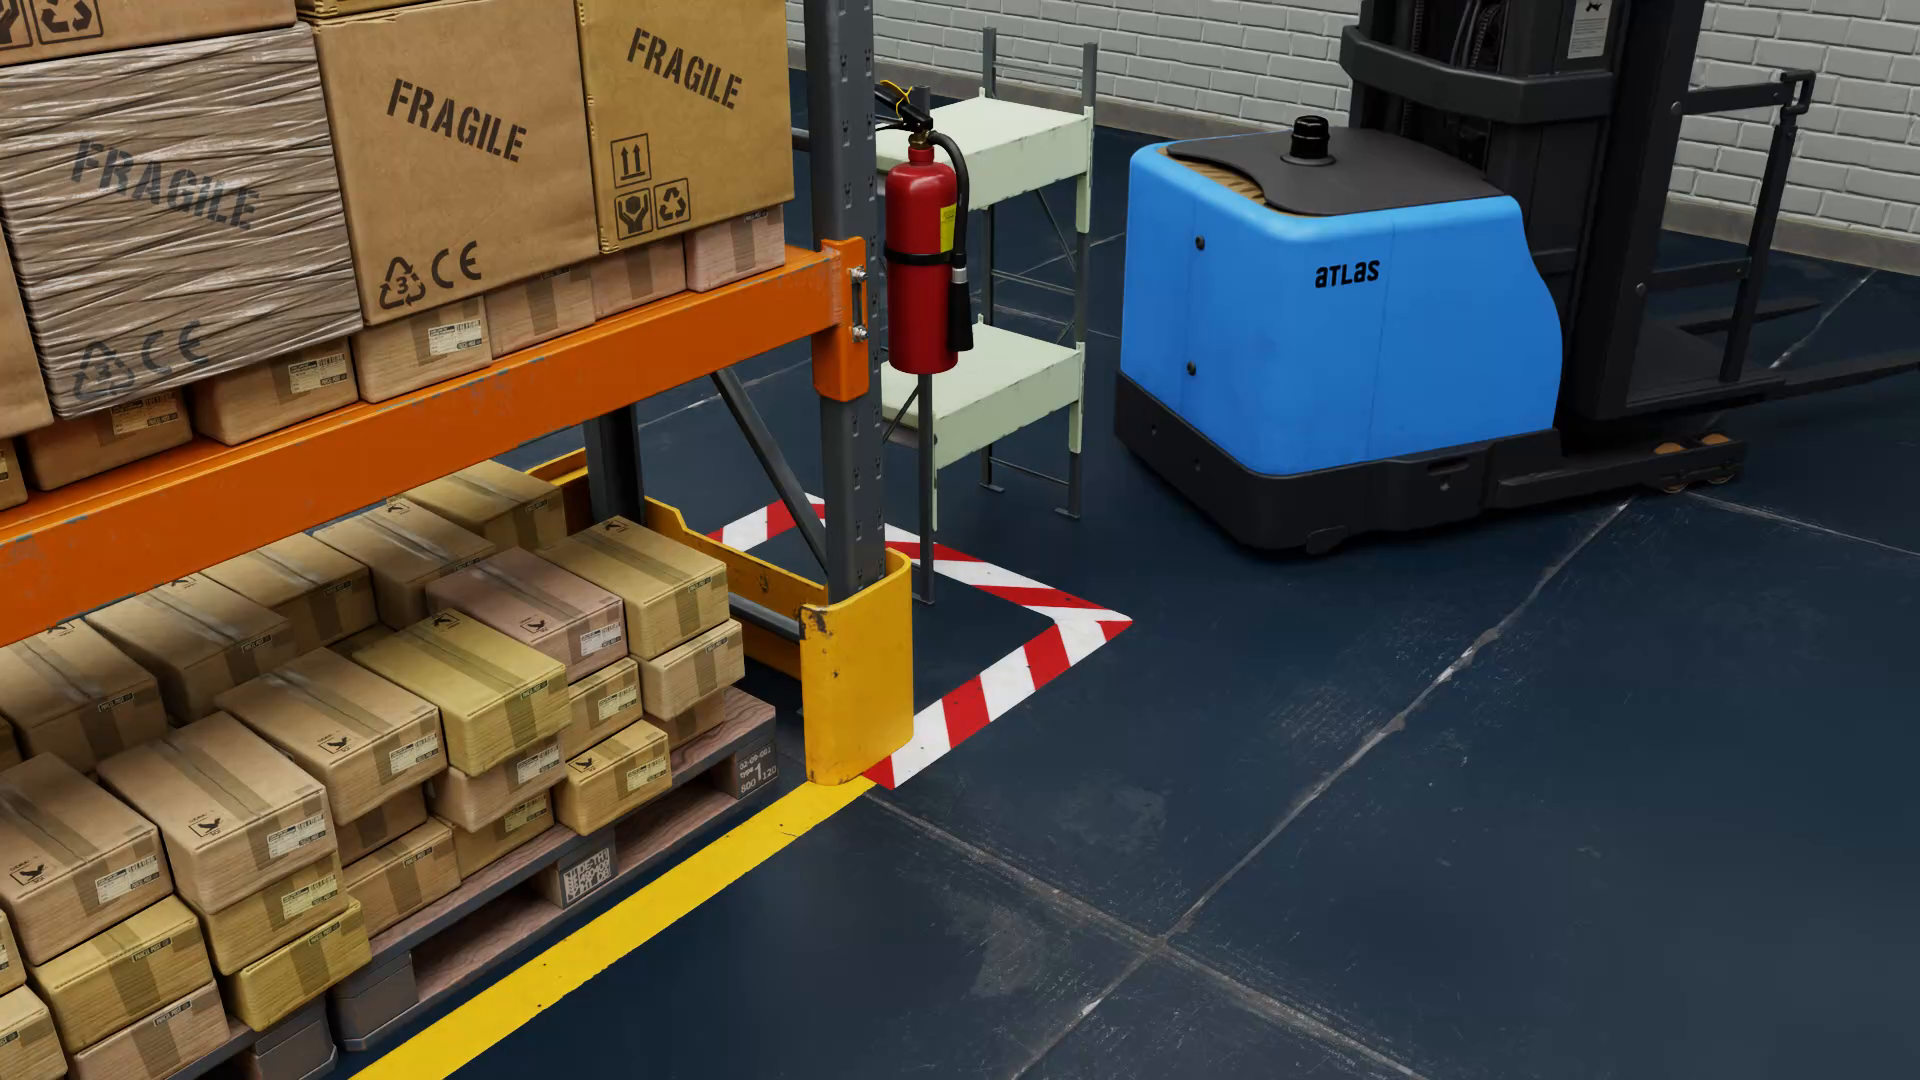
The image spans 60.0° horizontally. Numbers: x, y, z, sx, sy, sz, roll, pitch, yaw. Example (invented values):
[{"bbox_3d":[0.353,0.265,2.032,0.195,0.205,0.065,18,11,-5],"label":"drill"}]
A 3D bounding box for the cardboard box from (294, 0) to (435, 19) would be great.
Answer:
[{"bbox_3d":[-1.026,-1.180,2.746,0.500,0.500,0.500,19,33,33],"label":"cardboard box"}]

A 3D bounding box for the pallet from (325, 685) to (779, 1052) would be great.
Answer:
[{"bbox_3d":[-1.197,0.569,3.921,1.003,0.211,1.213,21,34,34],"label":"pallet"}]

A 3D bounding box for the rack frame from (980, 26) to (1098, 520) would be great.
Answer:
[{"bbox_3d":[0.229,-0.794,5.152,0.400,1.500,0.023,21,34,34],"label":"rack frame"}]

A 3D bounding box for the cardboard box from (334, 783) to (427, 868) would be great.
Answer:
[{"bbox_3d":[-1.300,0.494,3.353,0.380,0.149,0.250,20,34,34],"label":"cardboard box"}]

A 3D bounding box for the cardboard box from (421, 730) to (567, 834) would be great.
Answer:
[{"bbox_3d":[-1.049,0.429,3.479,0.380,0.149,0.250,19,33,32],"label":"cardboard box"}]

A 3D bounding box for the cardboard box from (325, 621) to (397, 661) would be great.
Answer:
[{"bbox_3d":[-1.441,0.277,3.771,0.380,0.149,0.250,21,34,35],"label":"cardboard box"}]

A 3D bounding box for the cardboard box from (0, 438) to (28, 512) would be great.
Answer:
[{"bbox_3d":[-1.637,-0.135,2.519,0.380,0.149,0.250,21,34,35],"label":"cardboard box"}]

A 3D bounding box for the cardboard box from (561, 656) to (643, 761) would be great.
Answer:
[{"bbox_3d":[-0.928,0.321,3.687,0.380,0.149,0.250,20,33,33],"label":"cardboard box"}]

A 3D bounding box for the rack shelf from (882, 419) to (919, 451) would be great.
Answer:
[{"bbox_3d":[-0.004,-0.438,5.018,0.332,0.071,0.664,21,34,34],"label":"rack shelf"}]

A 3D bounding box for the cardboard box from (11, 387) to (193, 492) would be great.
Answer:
[{"bbox_3d":[-1.481,-0.234,2.710,0.380,0.149,0.250,19,33,32],"label":"cardboard box"}]

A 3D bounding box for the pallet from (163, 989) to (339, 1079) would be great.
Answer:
[{"bbox_3d":[-1.973,0.999,3.088,1.003,0.211,1.213,21,34,34],"label":"pallet"}]

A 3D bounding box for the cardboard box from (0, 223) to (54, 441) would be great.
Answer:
[{"bbox_3d":[-1.664,-0.379,2.285,0.500,0.500,0.500,23,35,37],"label":"cardboard box"}]

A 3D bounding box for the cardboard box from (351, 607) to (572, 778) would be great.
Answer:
[{"bbox_3d":[-1.017,0.304,3.396,0.380,0.149,0.250,20,33,33],"label":"cardboard box"}]

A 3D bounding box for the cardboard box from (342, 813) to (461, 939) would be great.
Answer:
[{"bbox_3d":[-1.245,0.634,3.406,0.380,0.149,0.250,21,34,35],"label":"cardboard box"}]

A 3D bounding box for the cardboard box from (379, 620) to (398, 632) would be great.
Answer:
[{"bbox_3d":[-1.354,0.165,3.989,0.380,0.149,0.250,21,34,34],"label":"cardboard box"}]

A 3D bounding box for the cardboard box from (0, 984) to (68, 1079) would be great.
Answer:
[{"bbox_3d":[-1.700,0.807,2.747,0.380,0.149,0.250,21,34,35],"label":"cardboard box"}]

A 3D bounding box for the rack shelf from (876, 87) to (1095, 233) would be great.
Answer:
[{"bbox_3d":[-0.004,-1.010,4.721,0.431,0.370,0.720,21,34,34],"label":"rack shelf"}]

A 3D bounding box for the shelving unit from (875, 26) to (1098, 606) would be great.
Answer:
[{"bbox_3d":[-0.004,-0.664,4.901,0.431,1.500,0.755,21,34,34],"label":"shelving unit"}]

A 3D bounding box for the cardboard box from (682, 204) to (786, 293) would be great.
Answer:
[{"bbox_3d":[-0.594,-0.665,3.543,0.380,0.149,0.250,21,34,34],"label":"cardboard box"}]

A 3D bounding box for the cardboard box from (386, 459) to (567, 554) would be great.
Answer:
[{"bbox_3d":[-1.200,-0.072,4.124,0.380,0.149,0.250,19,33,32],"label":"cardboard box"}]

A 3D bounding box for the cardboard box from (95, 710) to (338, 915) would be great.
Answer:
[{"bbox_3d":[-1.358,0.489,3.038,0.380,0.149,0.250,22,35,36],"label":"cardboard box"}]

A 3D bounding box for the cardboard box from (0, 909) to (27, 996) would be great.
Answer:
[{"bbox_3d":[-1.756,0.651,2.725,0.380,0.149,0.250,21,34,35],"label":"cardboard box"}]

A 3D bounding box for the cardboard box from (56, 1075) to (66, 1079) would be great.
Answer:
[{"bbox_3d":[-1.767,0.901,2.889,0.380,0.149,0.250,22,34,36],"label":"cardboard box"}]

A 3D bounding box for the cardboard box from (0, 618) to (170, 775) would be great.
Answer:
[{"bbox_3d":[-1.819,0.320,3.365,0.380,0.149,0.250,22,35,36],"label":"cardboard box"}]

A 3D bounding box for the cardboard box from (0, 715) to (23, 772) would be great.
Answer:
[{"bbox_3d":[-2.022,0.400,3.210,0.380,0.149,0.250,21,34,35],"label":"cardboard box"}]

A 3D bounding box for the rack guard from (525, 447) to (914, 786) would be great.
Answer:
[{"bbox_3d":[-0.653,0.163,4.391,1.175,0.500,0.348,21,34,34],"label":"rack guard"}]

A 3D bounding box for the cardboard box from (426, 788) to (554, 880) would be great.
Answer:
[{"bbox_3d":[-1.098,0.542,3.583,0.380,0.149,0.250,21,34,34],"label":"cardboard box"}]

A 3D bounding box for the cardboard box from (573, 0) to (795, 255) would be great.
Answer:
[{"bbox_3d":[-0.692,-0.916,3.324,0.500,0.500,0.500,22,34,35],"label":"cardboard box"}]

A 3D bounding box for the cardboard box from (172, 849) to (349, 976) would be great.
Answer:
[{"bbox_3d":[-1.369,0.616,3.117,0.380,0.149,0.250,21,34,35],"label":"cardboard box"}]

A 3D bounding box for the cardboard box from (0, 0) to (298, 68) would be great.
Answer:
[{"bbox_3d":[-1.350,-0.993,2.385,0.500,0.500,0.500,23,35,37],"label":"cardboard box"}]

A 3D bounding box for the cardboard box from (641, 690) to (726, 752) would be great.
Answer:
[{"bbox_3d":[-0.778,0.353,3.949,0.380,0.149,0.250,21,34,35],"label":"cardboard box"}]

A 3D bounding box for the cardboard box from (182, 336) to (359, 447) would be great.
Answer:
[{"bbox_3d":[-1.264,-0.312,2.862,0.380,0.149,0.250,19,33,32],"label":"cardboard box"}]

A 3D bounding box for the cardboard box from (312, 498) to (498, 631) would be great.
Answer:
[{"bbox_3d":[-1.283,0.061,3.867,0.380,0.149,0.250,21,34,35],"label":"cardboard box"}]

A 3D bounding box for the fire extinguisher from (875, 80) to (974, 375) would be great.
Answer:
[{"bbox_3d":[-0.088,-0.729,3.884,0.296,0.674,0.183,21,34,34],"label":"fire extinguisher"}]

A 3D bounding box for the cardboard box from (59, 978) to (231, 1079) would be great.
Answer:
[{"bbox_3d":[-1.549,0.833,3.020,0.380,0.149,0.250,22,34,35],"label":"cardboard box"}]

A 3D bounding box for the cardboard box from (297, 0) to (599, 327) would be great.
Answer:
[{"bbox_3d":[-1.023,-0.735,2.974,0.500,0.500,0.500,20,33,34],"label":"cardboard box"}]

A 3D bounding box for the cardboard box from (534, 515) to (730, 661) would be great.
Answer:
[{"bbox_3d":[-0.746,0.103,3.785,0.380,0.149,0.250,21,34,35],"label":"cardboard box"}]

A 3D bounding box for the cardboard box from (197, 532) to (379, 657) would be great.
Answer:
[{"bbox_3d":[-1.542,0.112,3.766,0.380,0.149,0.250,21,34,34],"label":"cardboard box"}]

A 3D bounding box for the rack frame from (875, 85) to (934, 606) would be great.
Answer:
[{"bbox_3d":[-0.237,-0.534,4.650,0.400,1.500,0.023,21,34,34],"label":"rack frame"}]

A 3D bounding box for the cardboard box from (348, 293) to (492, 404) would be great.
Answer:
[{"bbox_3d":[-1.073,-0.397,3.026,0.380,0.149,0.250,22,34,36],"label":"cardboard box"}]

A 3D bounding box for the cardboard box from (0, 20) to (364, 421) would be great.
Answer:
[{"bbox_3d":[-1.338,-0.553,2.621,0.500,0.500,0.500,21,34,35],"label":"cardboard box"}]

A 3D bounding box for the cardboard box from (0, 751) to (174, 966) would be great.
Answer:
[{"bbox_3d":[-1.611,0.550,2.920,0.380,0.149,0.250,19,33,33],"label":"cardboard box"}]

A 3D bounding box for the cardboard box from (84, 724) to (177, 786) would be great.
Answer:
[{"bbox_3d":[-1.783,0.458,3.421,0.380,0.149,0.250,19,33,32],"label":"cardboard box"}]

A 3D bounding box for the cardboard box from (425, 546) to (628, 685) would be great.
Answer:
[{"bbox_3d":[-0.950,0.175,3.645,0.380,0.149,0.250,22,34,35],"label":"cardboard box"}]

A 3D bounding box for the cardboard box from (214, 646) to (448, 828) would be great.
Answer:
[{"bbox_3d":[-1.230,0.377,3.254,0.380,0.149,0.250,19,33,32],"label":"cardboard box"}]

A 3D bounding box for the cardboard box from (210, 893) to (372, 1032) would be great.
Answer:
[{"bbox_3d":[-1.359,0.742,3.196,0.380,0.149,0.250,19,33,32],"label":"cardboard box"}]

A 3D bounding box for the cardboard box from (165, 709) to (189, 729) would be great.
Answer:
[{"bbox_3d":[-1.688,0.336,3.657,0.380,0.149,0.250,22,35,36],"label":"cardboard box"}]

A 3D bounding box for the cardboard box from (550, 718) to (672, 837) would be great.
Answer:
[{"bbox_3d":[-0.864,0.474,3.715,0.380,0.149,0.250,22,35,36],"label":"cardboard box"}]

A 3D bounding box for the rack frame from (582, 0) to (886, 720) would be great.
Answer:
[{"bbox_3d":[-0.605,-0.974,3.869,1.000,3.000,0.127,21,34,34],"label":"rack frame"}]

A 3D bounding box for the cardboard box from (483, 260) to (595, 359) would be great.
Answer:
[{"bbox_3d":[-0.929,-0.494,3.214,0.380,0.149,0.250,20,34,34],"label":"cardboard box"}]

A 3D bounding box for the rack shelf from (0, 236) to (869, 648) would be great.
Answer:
[{"bbox_3d":[-1.877,0.054,2.663,1.077,0.370,4.000,21,34,34],"label":"rack shelf"}]

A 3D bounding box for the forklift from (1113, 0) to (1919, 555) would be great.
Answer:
[{"bbox_3d":[2.106,-1.644,5.308,3.031,2.867,1.129,-10,29,-19],"label":"forklift"}]

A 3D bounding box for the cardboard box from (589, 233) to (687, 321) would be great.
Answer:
[{"bbox_3d":[-0.781,-0.587,3.394,0.380,0.149,0.250,21,34,34],"label":"cardboard box"}]

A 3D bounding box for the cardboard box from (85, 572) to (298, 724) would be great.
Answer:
[{"bbox_3d":[-1.636,0.225,3.550,0.380,0.149,0.250,19,33,32],"label":"cardboard box"}]

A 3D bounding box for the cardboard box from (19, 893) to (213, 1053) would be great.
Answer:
[{"bbox_3d":[-1.546,0.701,2.952,0.380,0.149,0.250,23,35,37],"label":"cardboard box"}]
